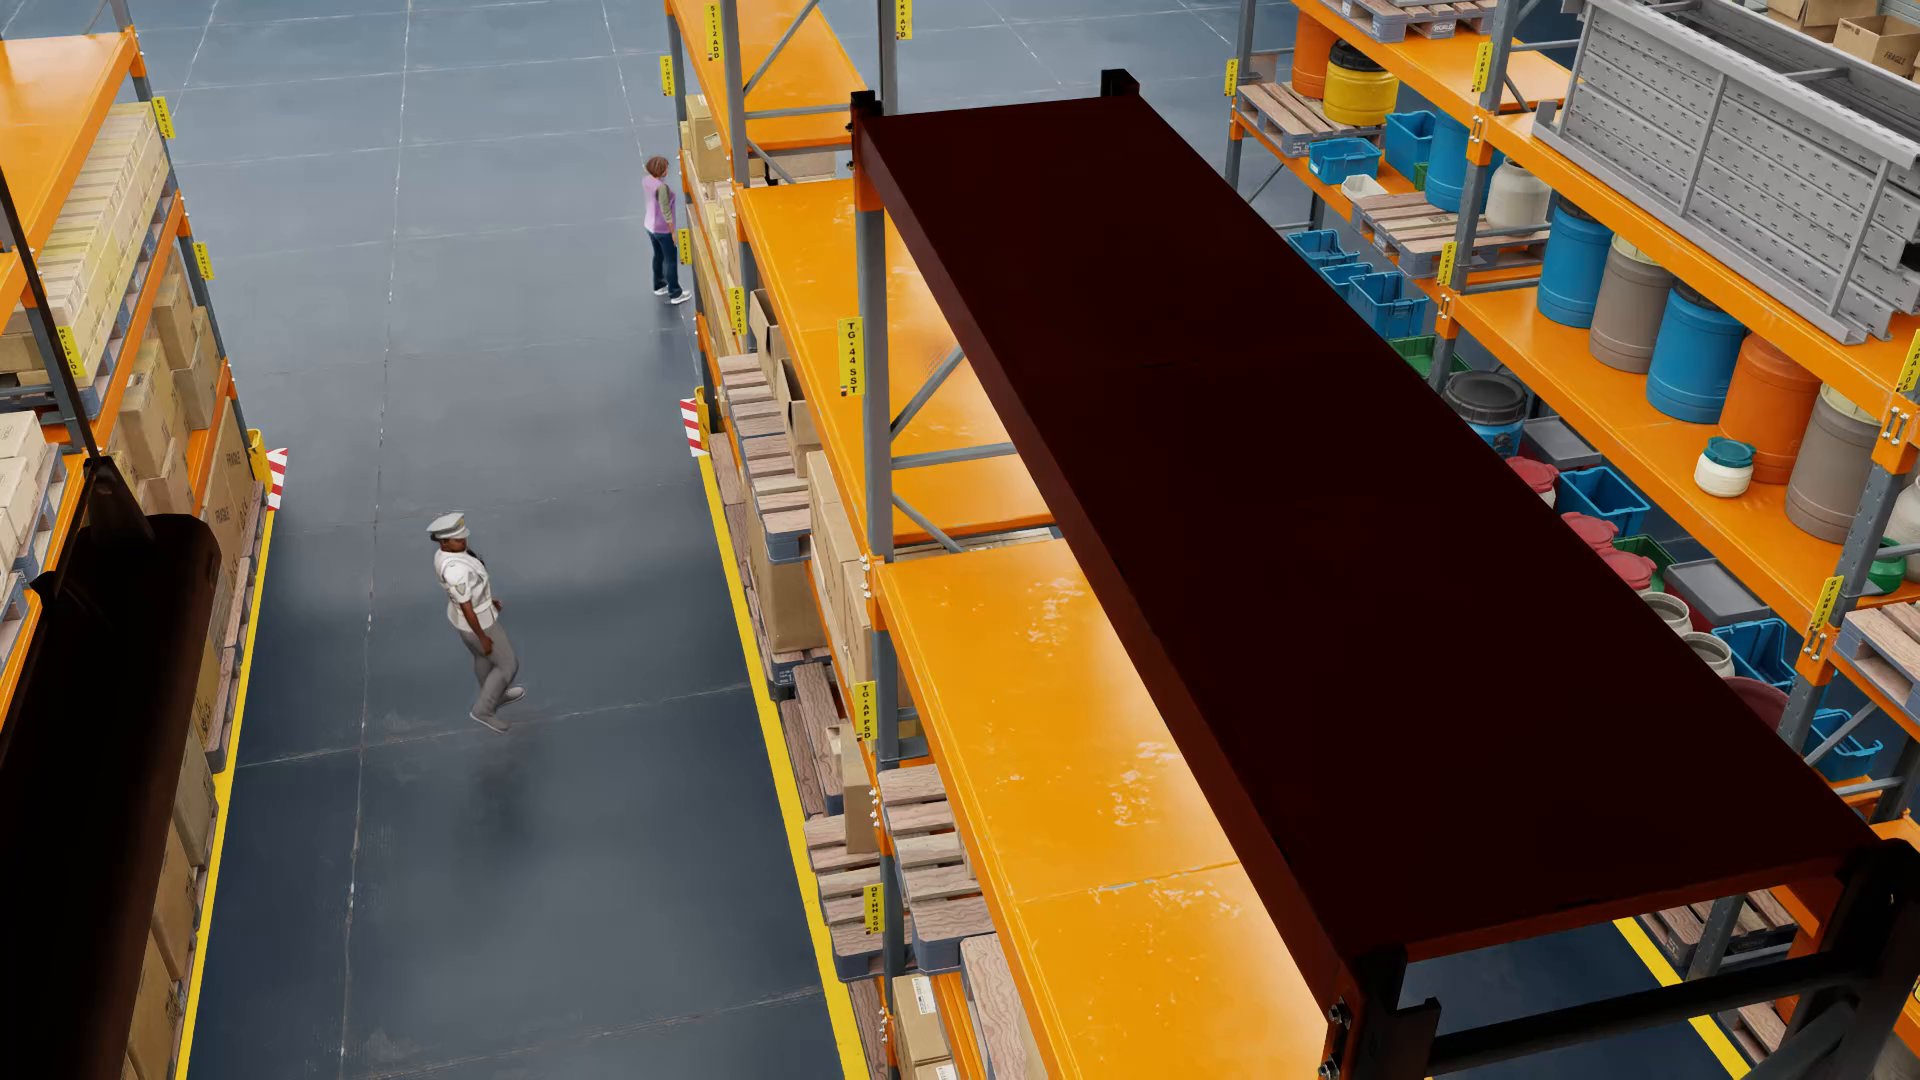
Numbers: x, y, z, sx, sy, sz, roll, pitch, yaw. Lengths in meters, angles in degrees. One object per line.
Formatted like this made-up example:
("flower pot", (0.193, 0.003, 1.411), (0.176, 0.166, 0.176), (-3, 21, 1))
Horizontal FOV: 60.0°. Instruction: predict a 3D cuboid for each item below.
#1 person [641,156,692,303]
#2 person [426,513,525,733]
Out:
("person", (-3.101, -3.259, 17.426), (0.381, 1.601, 0.448), (-26, 42, -33))
("person", (-3.303, 0.555, 11.455), (0.471, 1.693, 0.530), (-21, 40, -27))
